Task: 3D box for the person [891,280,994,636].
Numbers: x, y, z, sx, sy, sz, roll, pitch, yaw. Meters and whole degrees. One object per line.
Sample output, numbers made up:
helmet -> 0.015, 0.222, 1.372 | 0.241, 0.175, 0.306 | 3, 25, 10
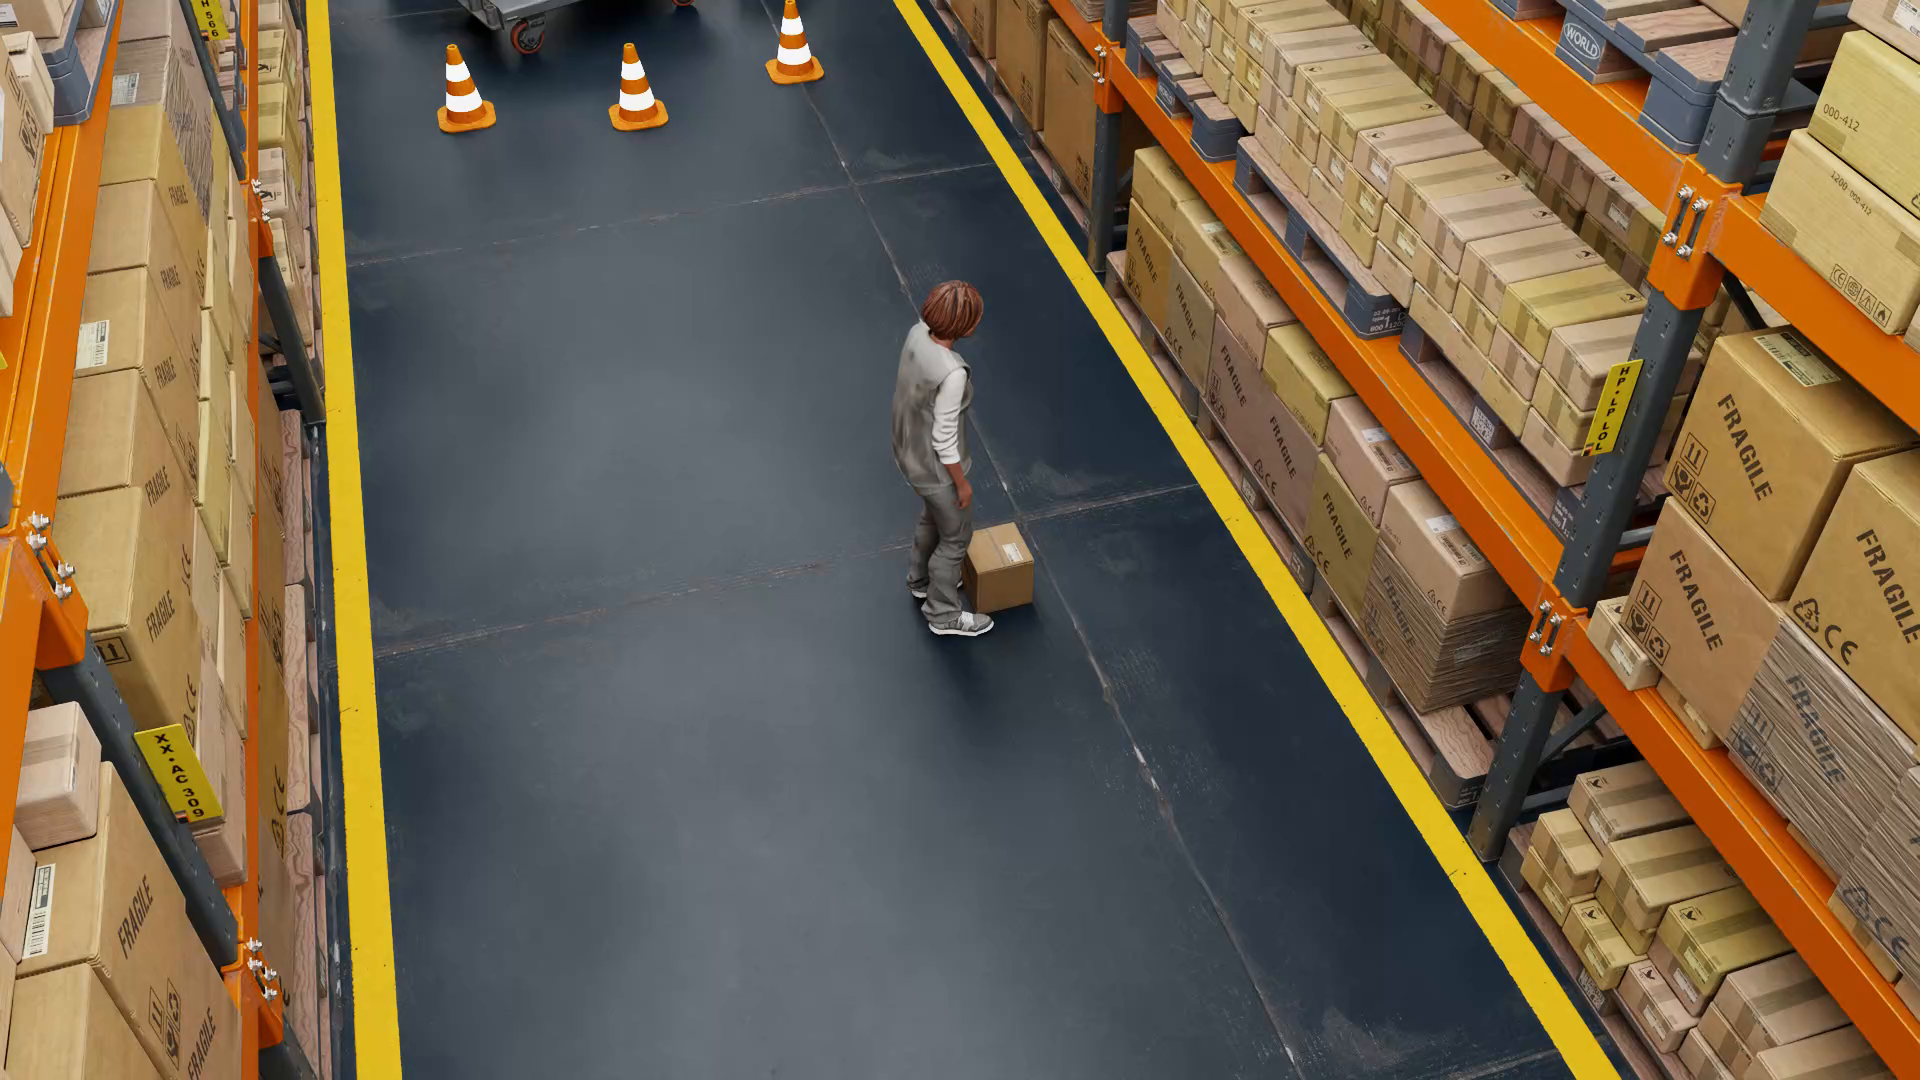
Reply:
person -> -0.079, -0.311, 6.505 | 0.345, 1.593, 0.461 | -13, 44, -14
